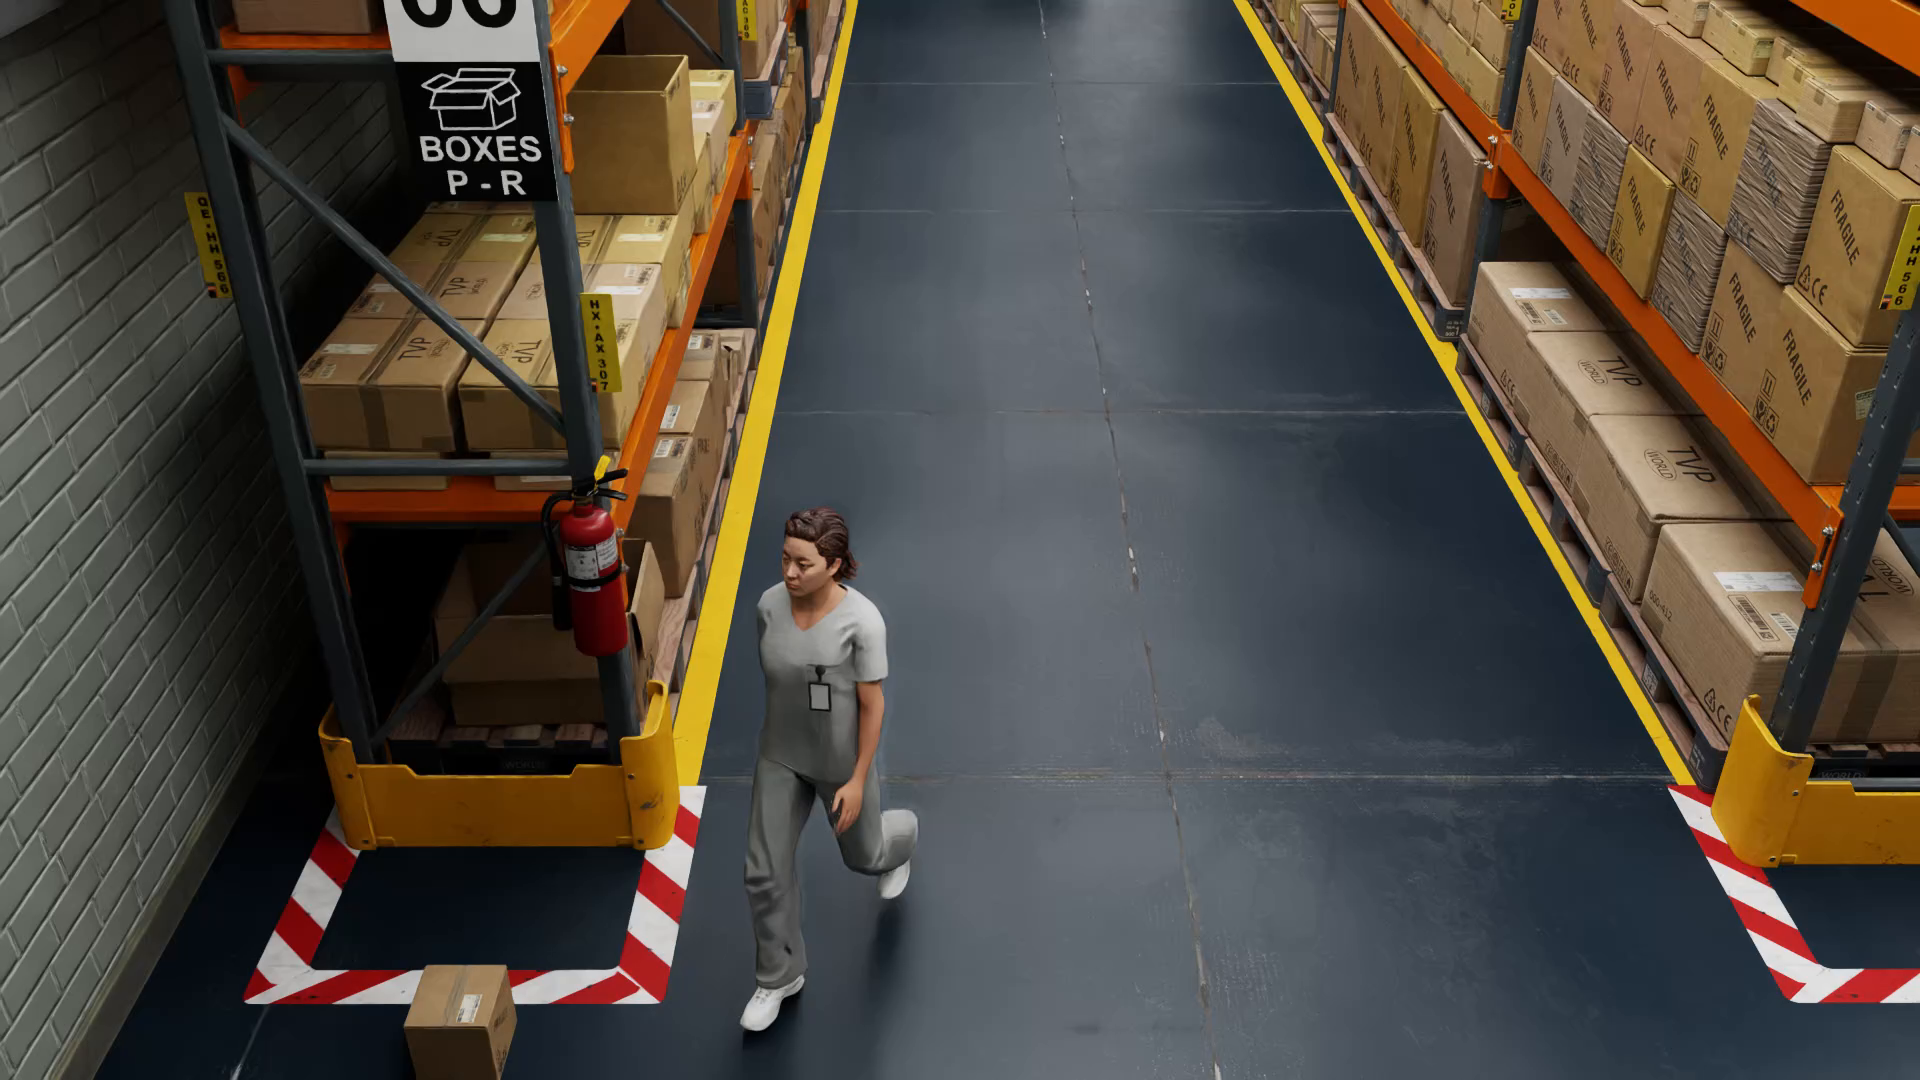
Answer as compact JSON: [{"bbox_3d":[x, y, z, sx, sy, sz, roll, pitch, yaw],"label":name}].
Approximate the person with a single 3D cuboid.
[{"bbox_3d":[-0.432,0.648,5.085,0.454,1.620,0.922,10,33,16],"label":"person"}]
